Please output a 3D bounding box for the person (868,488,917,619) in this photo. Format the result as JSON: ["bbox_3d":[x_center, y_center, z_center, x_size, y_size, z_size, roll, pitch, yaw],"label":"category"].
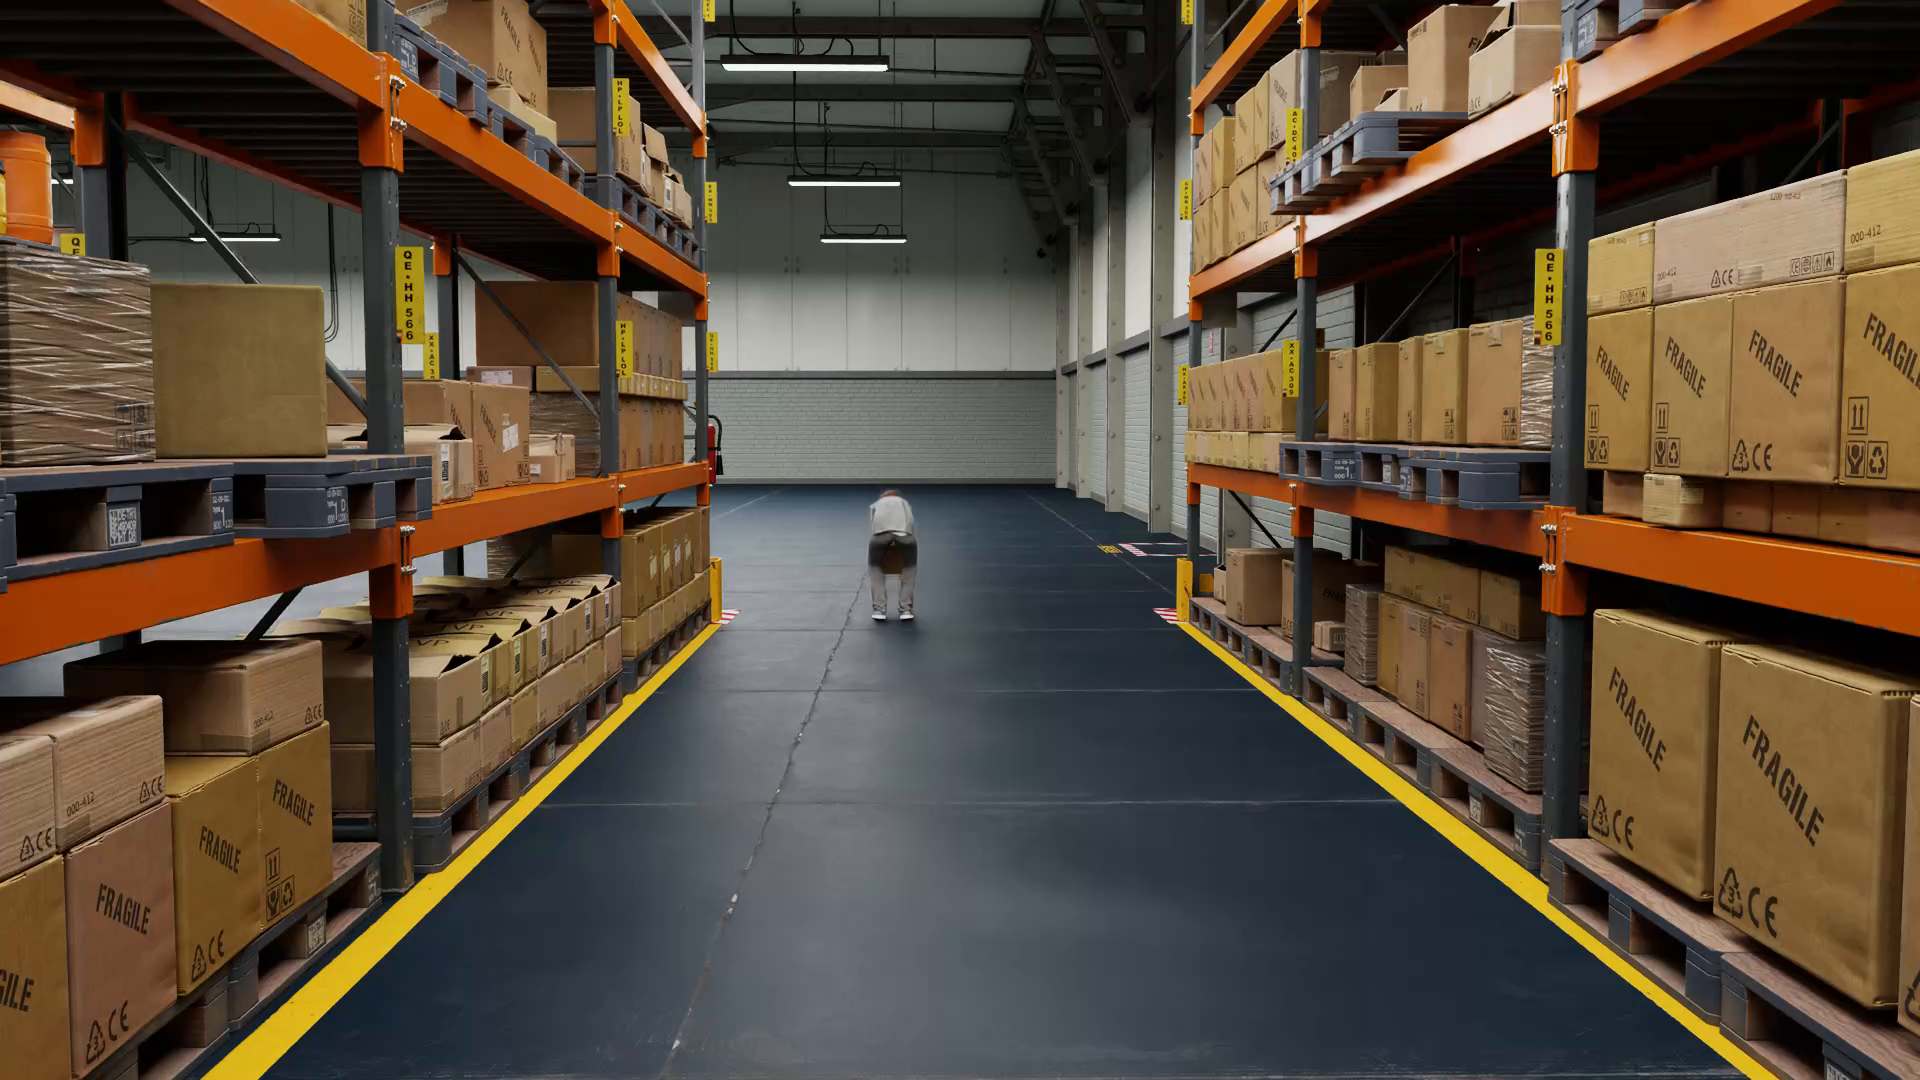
[{"bbox_3d":[-0.567,0.120,13.919,0.409,1.059,0.850,0,4,-4],"label":"person"}]
